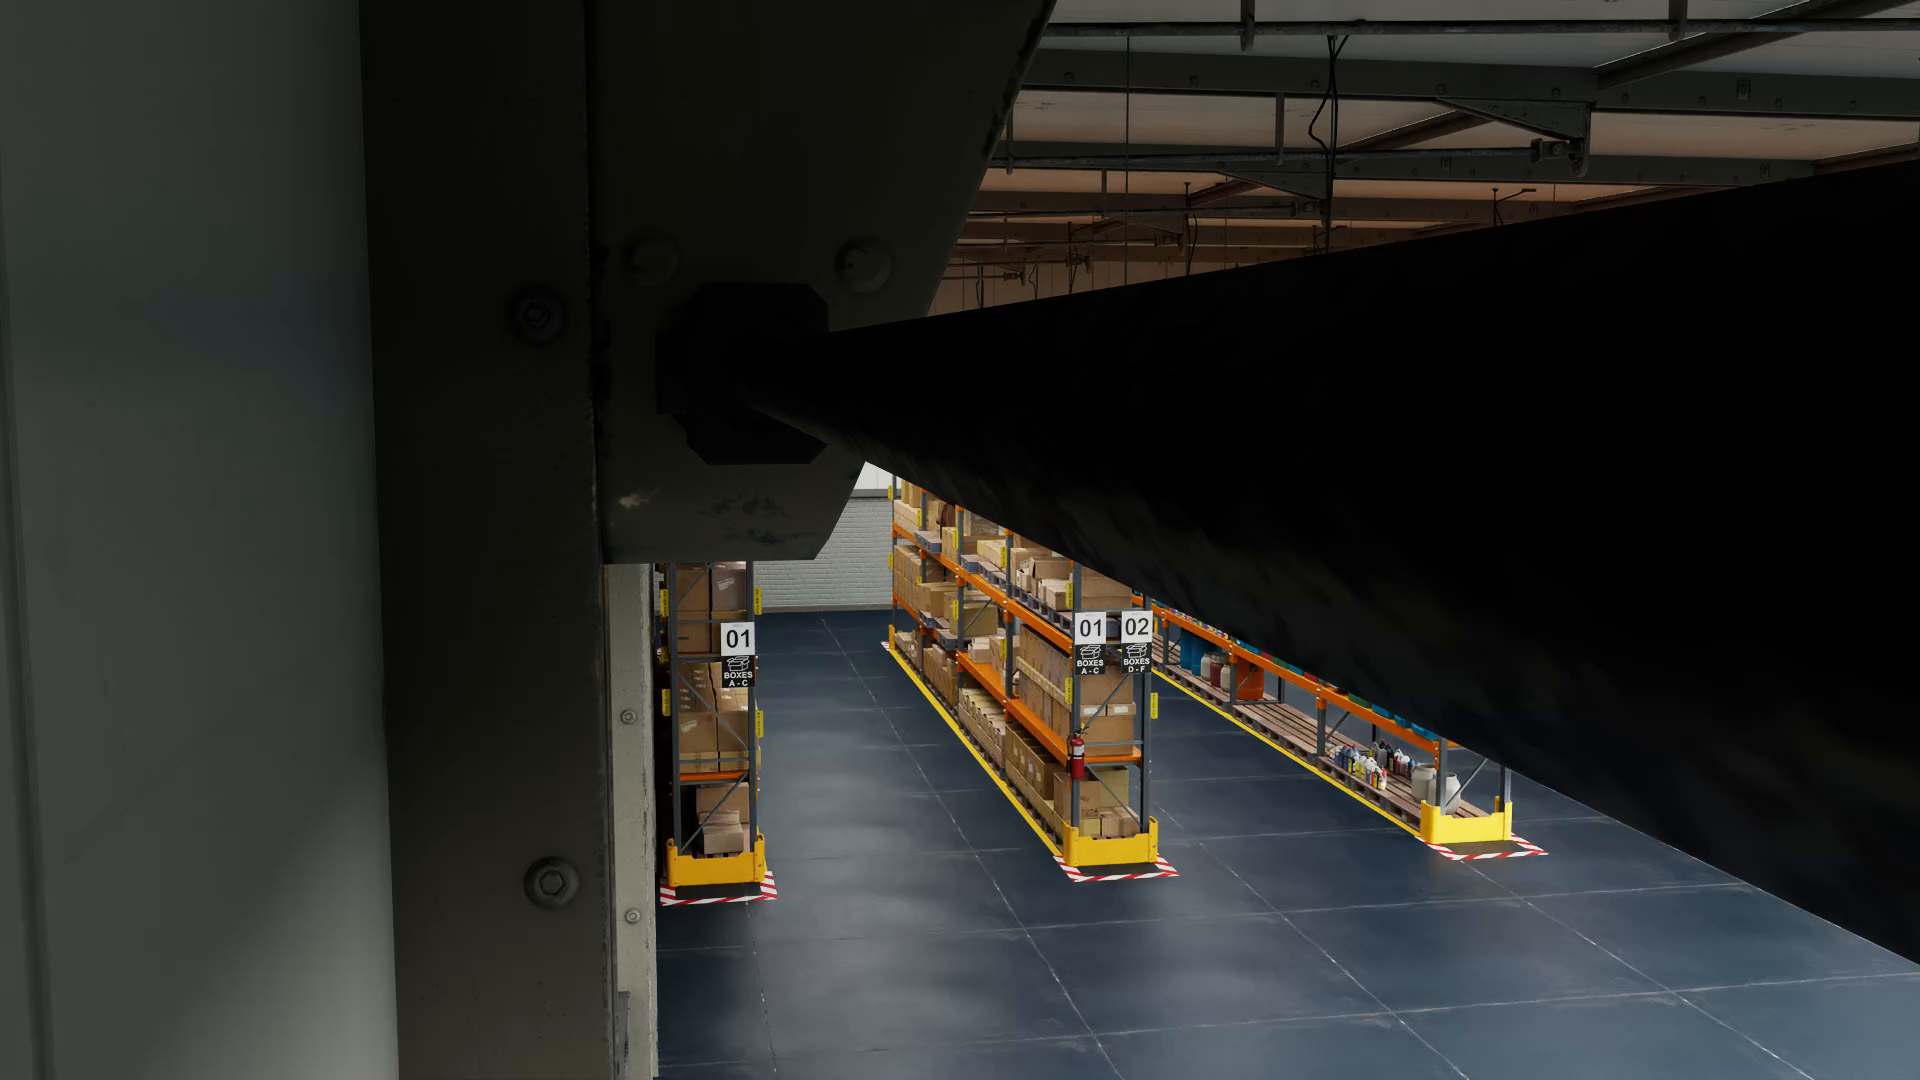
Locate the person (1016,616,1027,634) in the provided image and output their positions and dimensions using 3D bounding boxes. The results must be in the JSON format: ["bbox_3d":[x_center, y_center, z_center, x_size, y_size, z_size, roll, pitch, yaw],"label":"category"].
[{"bbox_3d":[1.368,1.729,35.083,0.620,1.631,0.752,-3,7,-23],"label":"person"}]

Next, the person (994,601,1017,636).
[{"bbox_3d":[1.014,1.598,36.154,0.677,1.667,0.612,-4,7,-30],"label":"person"}]
